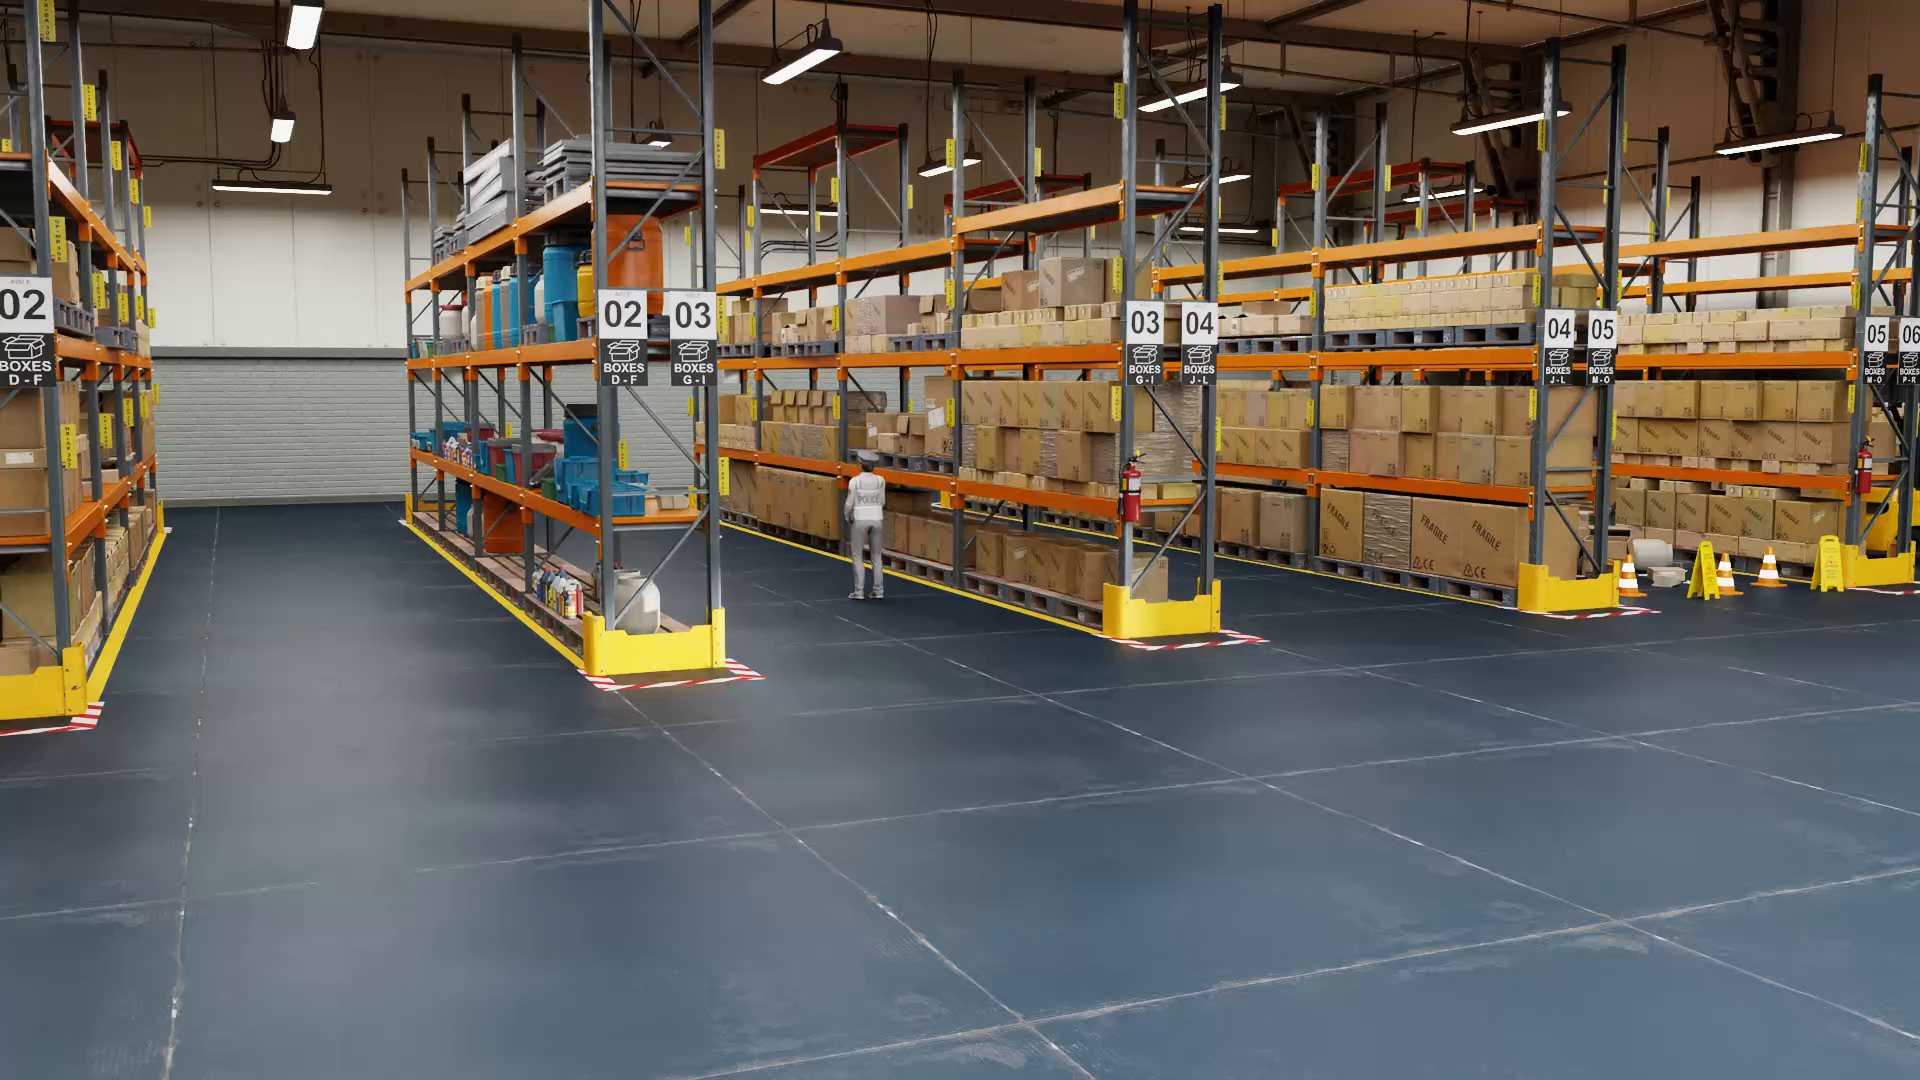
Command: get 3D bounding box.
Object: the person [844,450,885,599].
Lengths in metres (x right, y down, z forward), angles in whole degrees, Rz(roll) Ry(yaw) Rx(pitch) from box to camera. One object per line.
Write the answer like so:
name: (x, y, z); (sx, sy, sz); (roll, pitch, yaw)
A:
person: (-1.072, -0.180, 18.764); (0.459, 1.688, 0.543); (-2, 6, -23)
